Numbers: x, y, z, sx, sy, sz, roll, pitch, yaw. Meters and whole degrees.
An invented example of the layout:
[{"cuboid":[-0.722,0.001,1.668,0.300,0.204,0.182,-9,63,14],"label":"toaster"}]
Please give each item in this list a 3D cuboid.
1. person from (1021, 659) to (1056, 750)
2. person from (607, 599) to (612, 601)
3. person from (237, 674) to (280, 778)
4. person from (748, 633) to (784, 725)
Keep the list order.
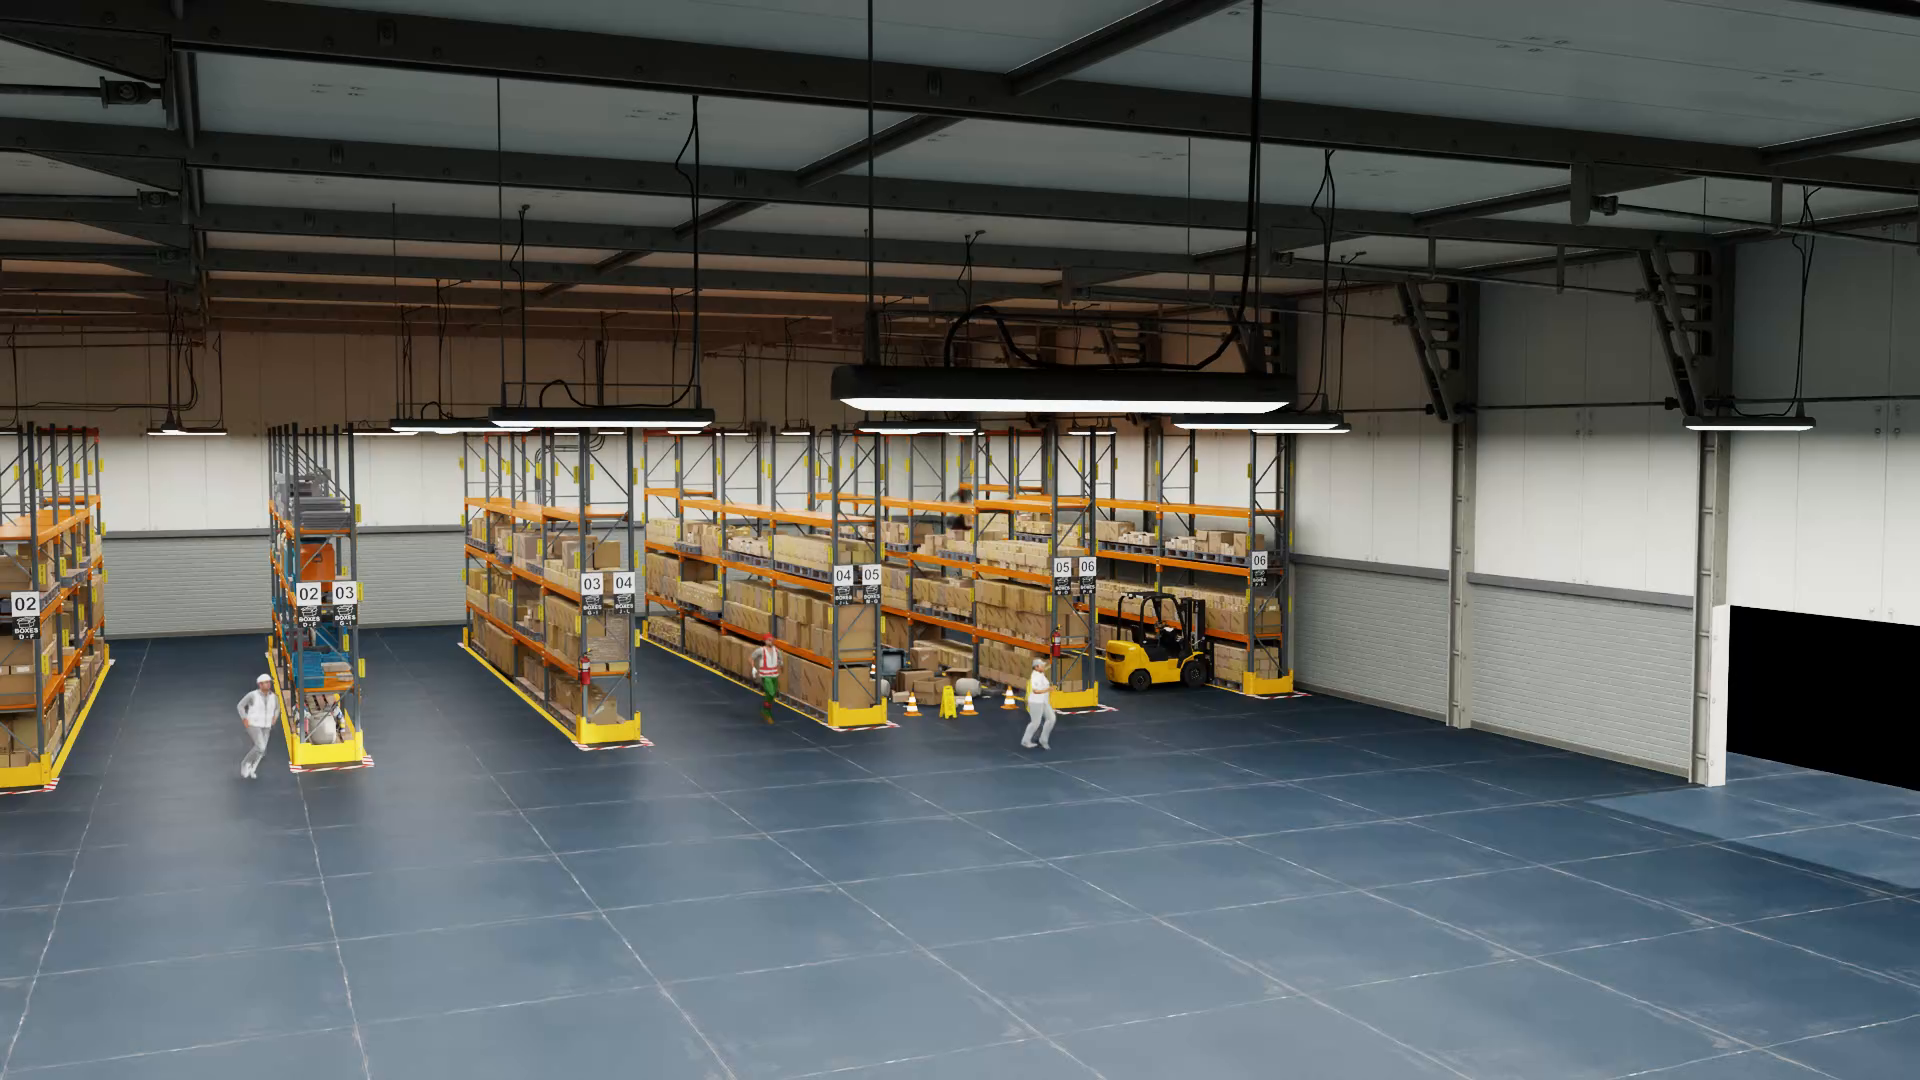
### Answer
[{"cuboid":[1.465,3.036,30.555,0.680,1.714,0.582,1,4,22],"label":"person"},{"cuboid":[-10.236,2.053,47.295,0.741,1.661,0.682,0,3,5],"label":"person"},{"cuboid":[-11.809,3.140,28.110,0.563,1.725,0.688,2,4,34],"label":"person"},{"cuboid":[-3.841,2.788,33.427,0.645,1.841,0.767,-3,5,-42],"label":"person"}]
